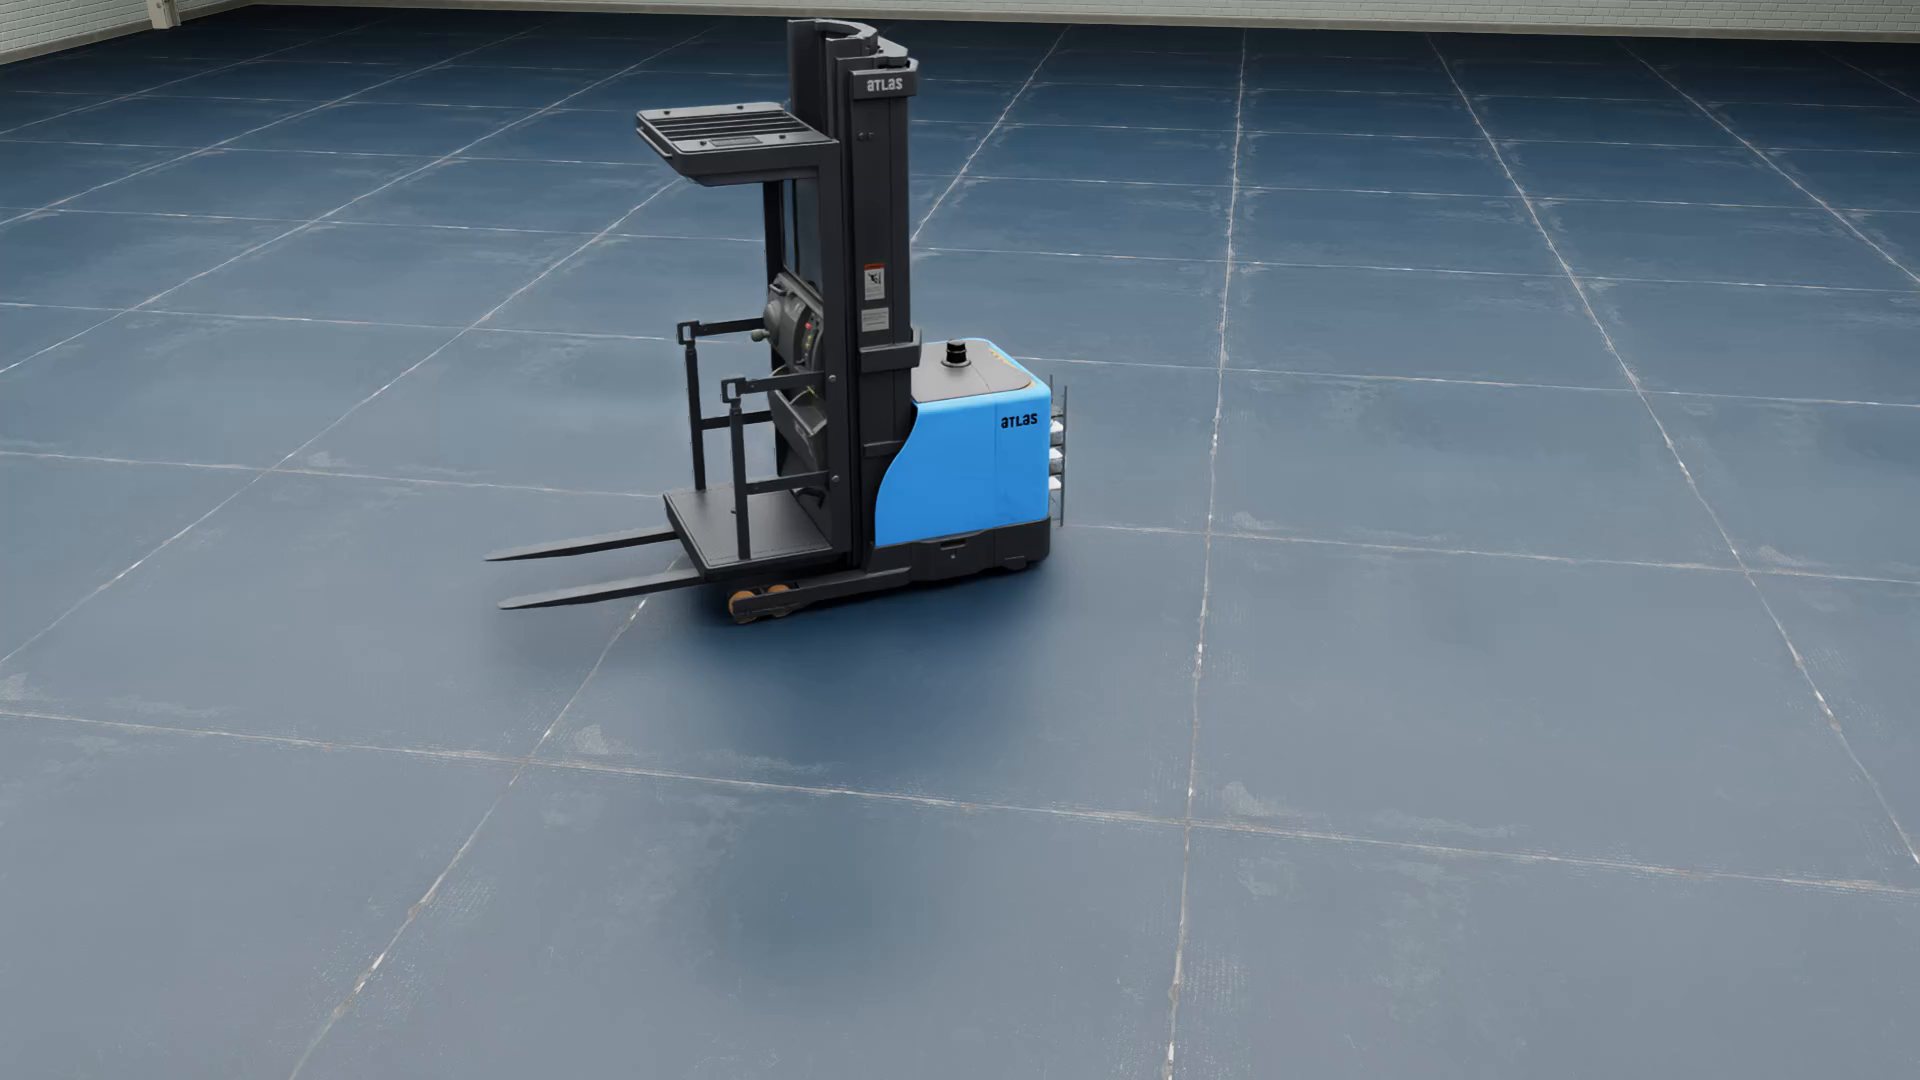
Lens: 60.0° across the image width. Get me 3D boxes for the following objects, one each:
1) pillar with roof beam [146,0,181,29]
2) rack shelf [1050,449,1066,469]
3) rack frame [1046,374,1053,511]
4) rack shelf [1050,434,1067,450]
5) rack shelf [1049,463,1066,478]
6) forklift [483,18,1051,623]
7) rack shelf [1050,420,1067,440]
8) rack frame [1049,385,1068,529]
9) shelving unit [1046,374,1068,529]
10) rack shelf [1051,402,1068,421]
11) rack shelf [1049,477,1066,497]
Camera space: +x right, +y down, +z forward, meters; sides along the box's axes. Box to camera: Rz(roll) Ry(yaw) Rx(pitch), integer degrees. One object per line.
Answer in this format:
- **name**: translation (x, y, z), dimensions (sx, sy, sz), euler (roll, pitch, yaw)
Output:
- **pillar with roof beam**: translation (-9.410, -12.608, 26.071), dimensions (9.100, 9.000, 0.400), euler (4, 25, 9)
- **rack shelf**: translation (0.467, -0.472, 9.775), dimensions (0.258, 0.077, 0.200), euler (-9, 27, -19)
- **rack frame**: translation (0.430, -0.543, 9.847), dimensions (0.240, 0.900, 0.006), euler (-9, 27, -19)
- **rack shelf**: translation (0.467, -0.554, 9.737), dimensions (0.258, 0.077, 0.200), euler (-9, 27, -19)
- **rack shelf**: translation (0.467, -0.391, 9.814), dimensions (0.258, 0.077, 0.200), euler (-9, 27, -19)
- **forklift**: translation (-1.060, -1.142, 8.732), dimensions (3.031, 2.935, 1.130), euler (-9, 27, -19)
- **rack shelf**: translation (0.467, -0.635, 9.699), dimensions (0.258, 0.077, 0.200), euler (-9, 27, -19)
- **rack frame**: translation (0.504, -0.462, 9.676), dimensions (0.240, 0.900, 0.006), euler (-9, 27, -19)
- **shelving unit**: translation (0.467, -0.502, 9.761), dimensions (0.258, 0.900, 0.210), euler (-9, 27, -19)
- **rack shelf**: translation (0.467, -0.717, 9.661), dimensions (0.258, 0.077, 0.200), euler (-9, 27, -19)
- **rack shelf**: translation (0.466, -0.309, 9.852), dimensions (0.258, 0.077, 0.200), euler (-9, 27, -19)
